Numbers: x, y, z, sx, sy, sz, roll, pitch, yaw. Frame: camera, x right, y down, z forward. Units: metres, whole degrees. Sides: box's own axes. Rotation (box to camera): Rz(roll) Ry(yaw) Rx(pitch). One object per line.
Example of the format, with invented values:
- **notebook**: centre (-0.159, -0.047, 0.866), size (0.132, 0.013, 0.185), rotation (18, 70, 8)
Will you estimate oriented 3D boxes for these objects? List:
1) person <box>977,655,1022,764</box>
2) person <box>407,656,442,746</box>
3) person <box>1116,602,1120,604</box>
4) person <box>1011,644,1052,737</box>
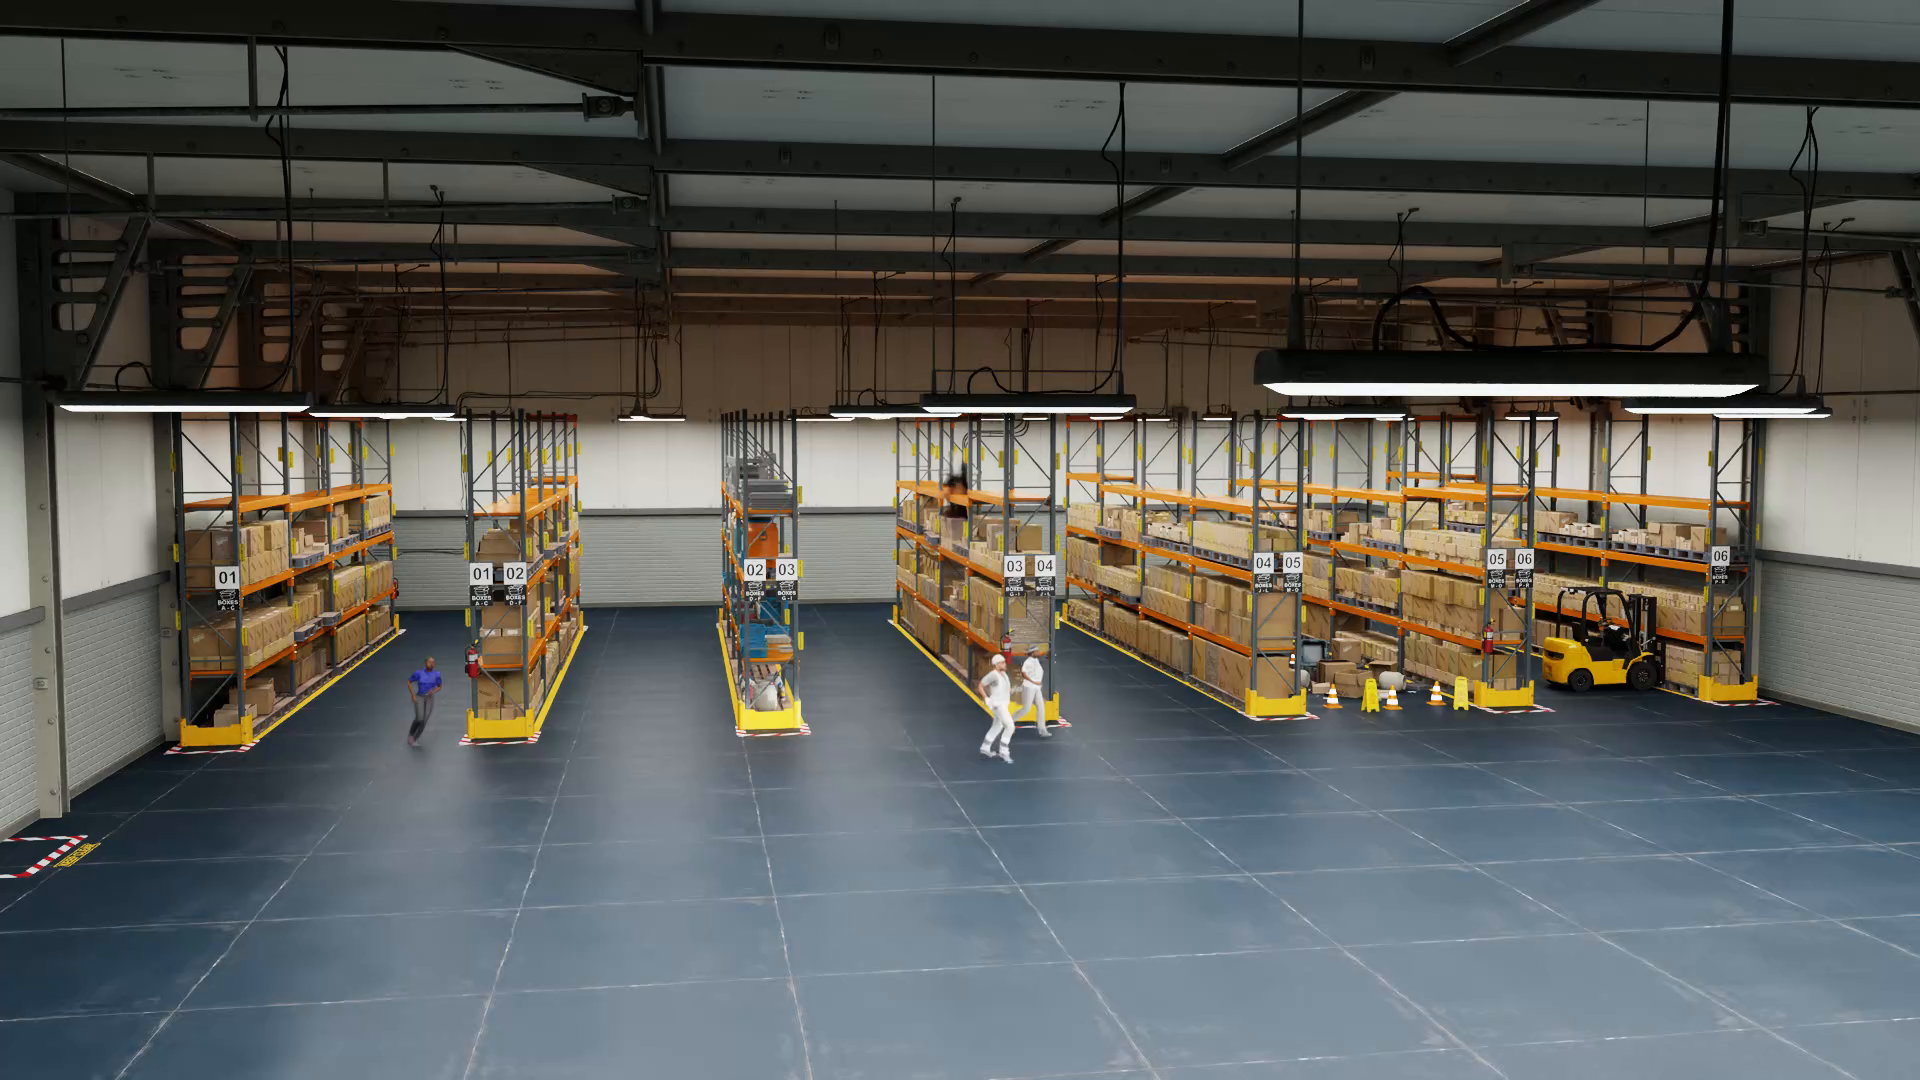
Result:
- **person**: centre (0.674, 2.860, 28.208), size (0.767, 1.838, 0.647), rotation (1, 4, 20)
- **person**: centre (-9.535, 2.864, 29.616), size (0.620, 1.586, 0.573), rotation (-3, 5, -34)
- **person**: centre (4.680, 1.469, 49.311), size (0.614, 1.659, 0.597), rotation (-3, 5, -39)
- **person**: centre (1.336, 2.745, 30.618), size (0.924, 1.665, 0.661), rotation (2, 5, 29)
